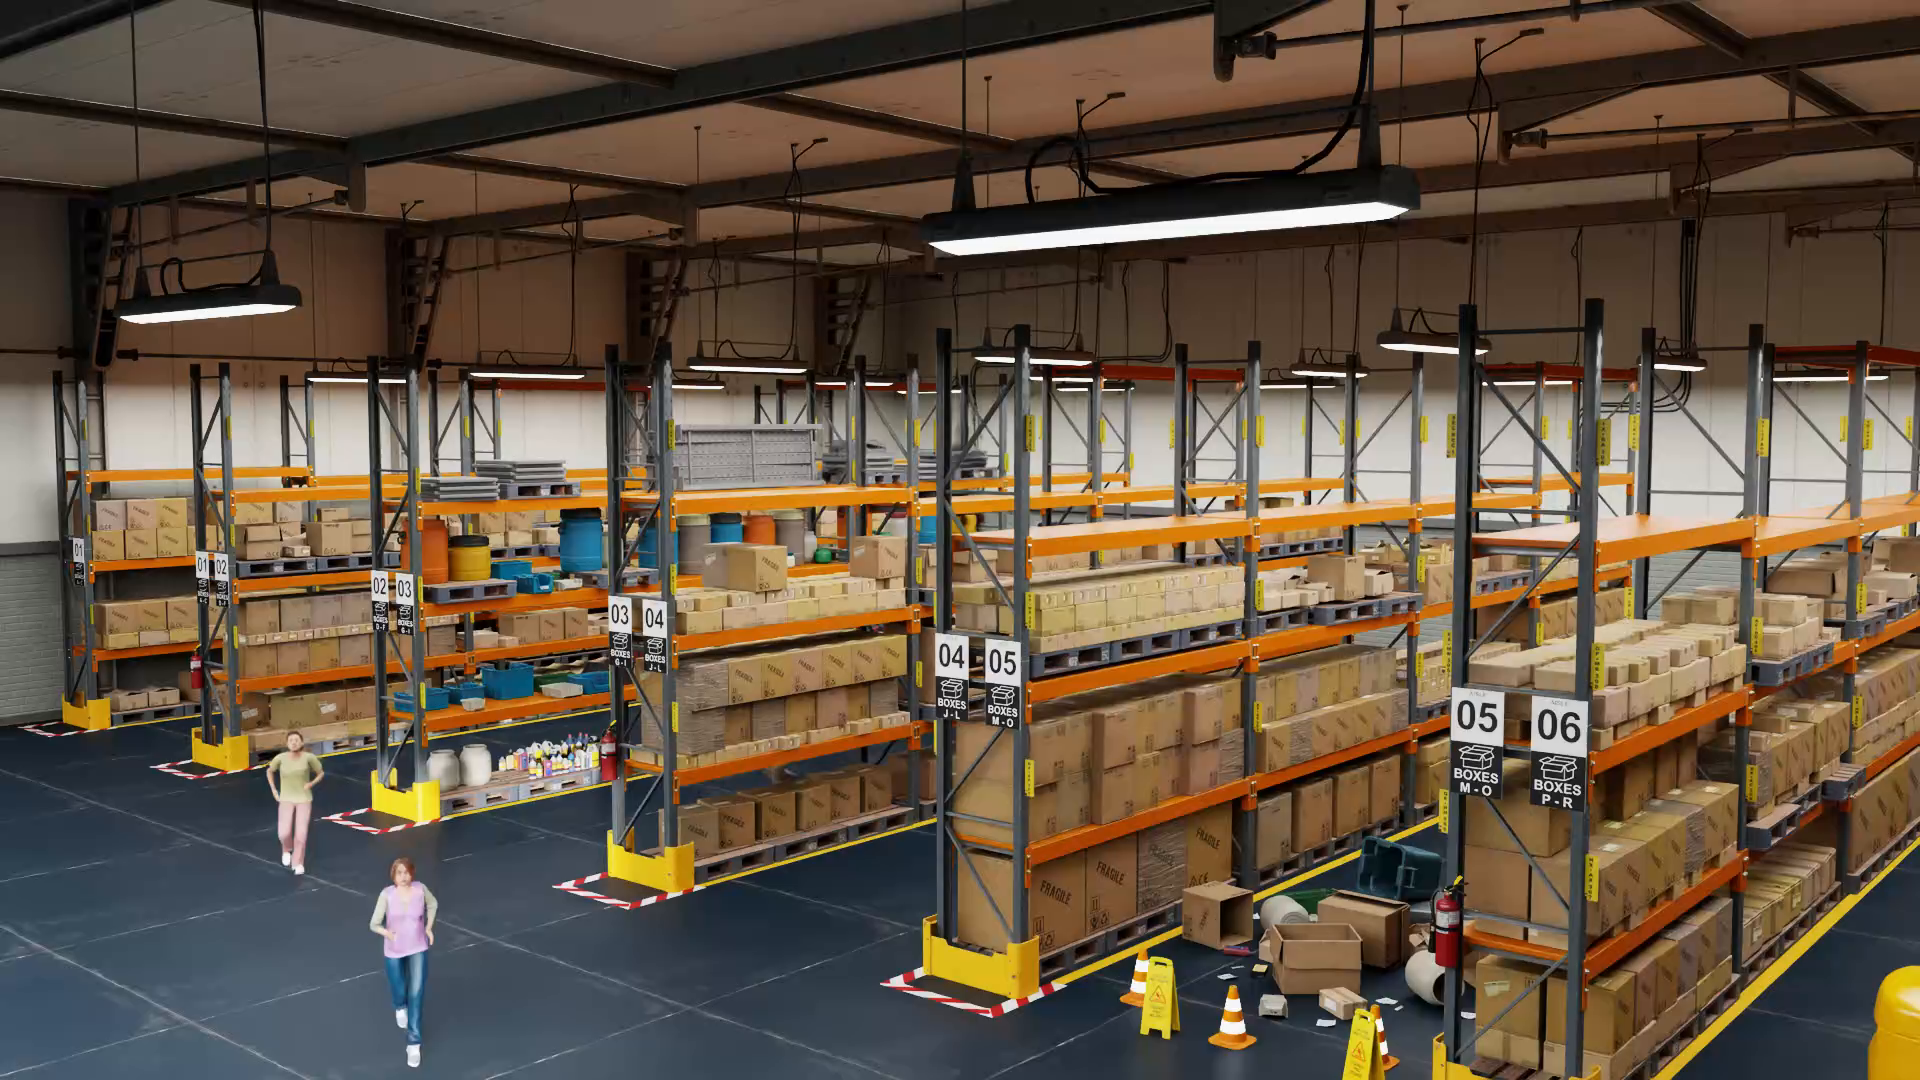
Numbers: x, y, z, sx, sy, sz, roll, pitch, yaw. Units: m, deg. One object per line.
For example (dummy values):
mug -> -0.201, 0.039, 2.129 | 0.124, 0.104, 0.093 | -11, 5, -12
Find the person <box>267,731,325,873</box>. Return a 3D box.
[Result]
person -> -7.545, 2.981, 18.890 | 0.624, 1.638, 0.514 | -1, 4, -17

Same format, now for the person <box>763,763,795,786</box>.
person -> -2.382, 2.712, 22.256 | 0.668, 1.691, 0.741 | 2, 5, 31

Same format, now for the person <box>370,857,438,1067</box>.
person -> -4.537, 3.377, 13.602 | 0.538, 1.605, 0.877 | -2, 4, -21
